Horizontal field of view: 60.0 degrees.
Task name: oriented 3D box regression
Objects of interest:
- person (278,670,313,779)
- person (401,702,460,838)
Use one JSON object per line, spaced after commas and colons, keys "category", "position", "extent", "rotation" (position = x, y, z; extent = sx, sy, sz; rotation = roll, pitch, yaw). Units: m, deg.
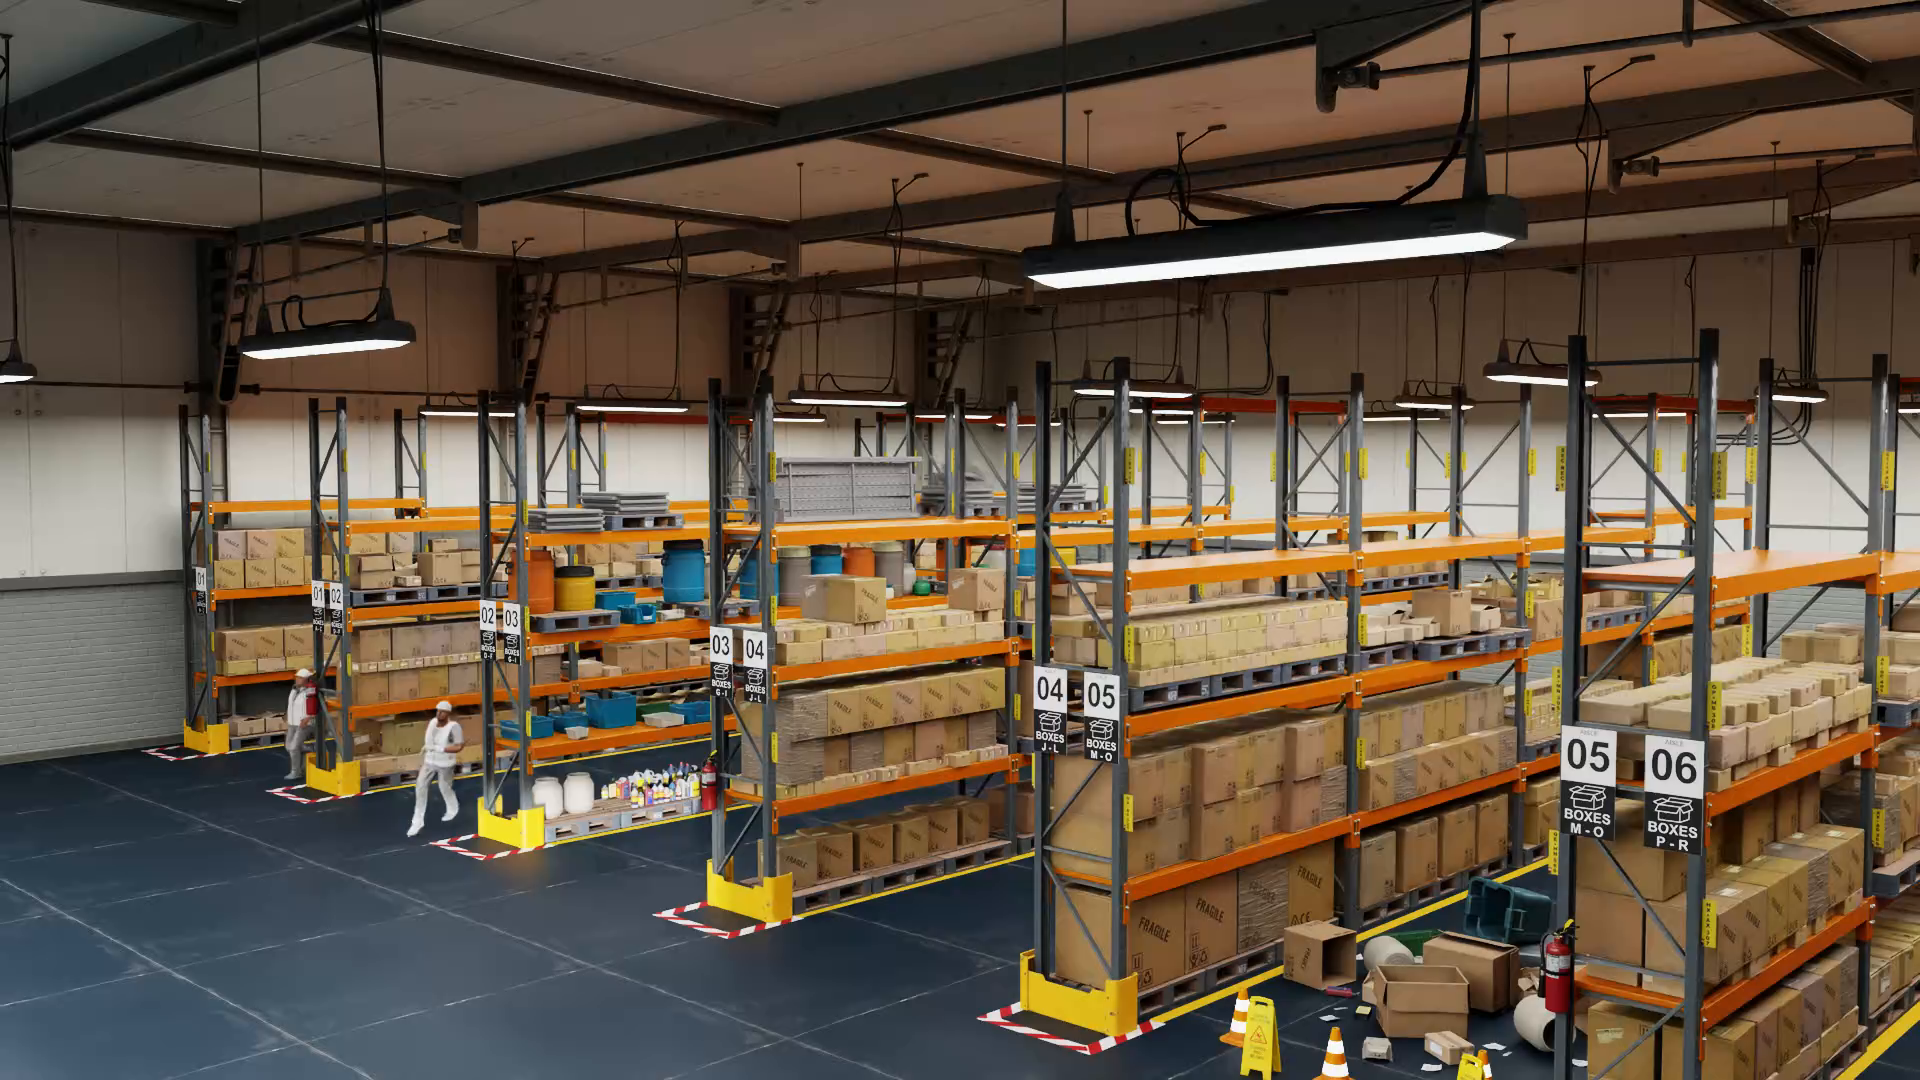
{"category": "person", "position": [-10.506, 2.930, 26.413], "extent": [0.669, 1.751, 0.575], "rotation": [1, 3, 21]}
{"category": "person", "position": [-7.123, 3.080, 22.612], "extent": [0.736, 1.774, 0.960], "rotation": [1, 3, 16]}
